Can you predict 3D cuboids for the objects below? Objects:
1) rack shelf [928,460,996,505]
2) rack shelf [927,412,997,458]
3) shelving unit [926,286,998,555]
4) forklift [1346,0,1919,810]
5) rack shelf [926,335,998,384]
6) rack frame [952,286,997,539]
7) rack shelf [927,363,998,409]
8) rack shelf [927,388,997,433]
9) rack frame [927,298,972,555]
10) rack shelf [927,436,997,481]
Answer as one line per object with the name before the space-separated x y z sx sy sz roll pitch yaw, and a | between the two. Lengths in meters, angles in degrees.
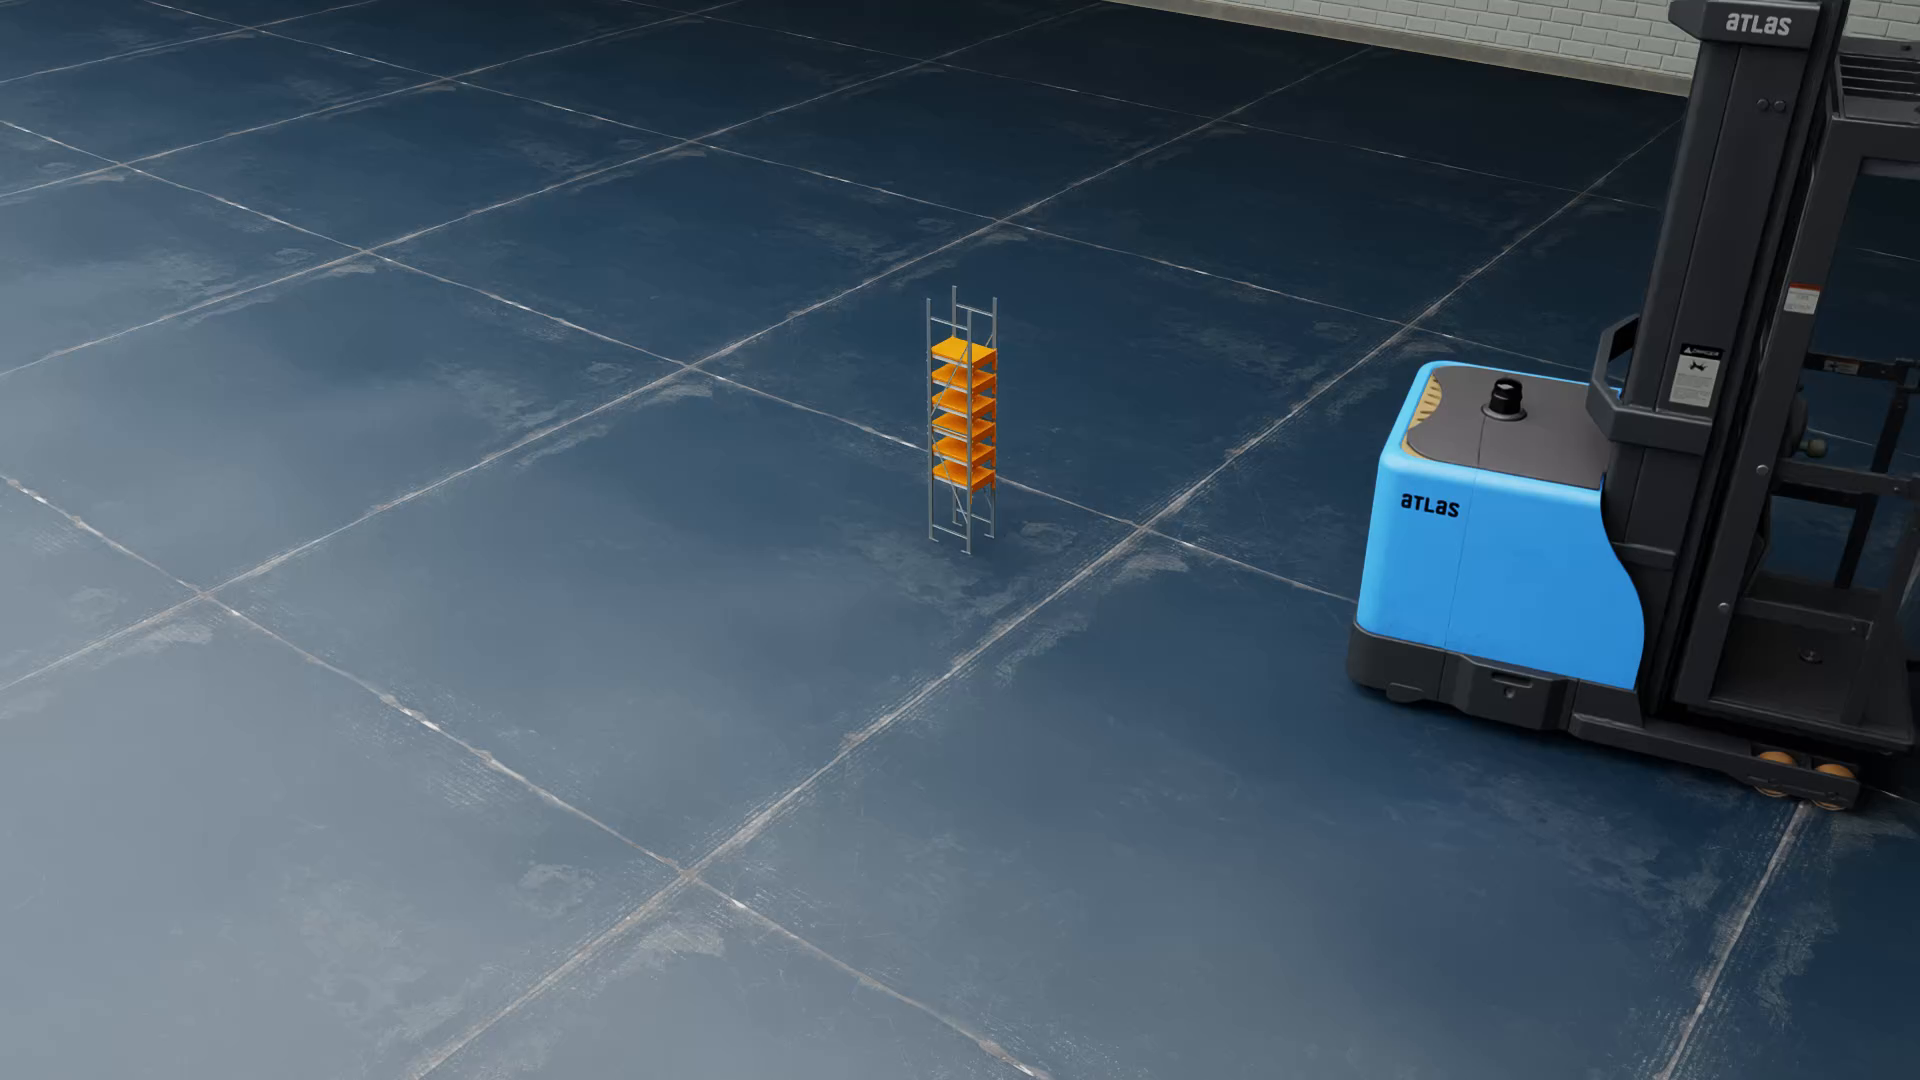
rack shelf | 0.009 -0.277 7.599 0.258 0.103 0.180 21 37 31
rack shelf | 0.009 -0.484 7.477 0.258 0.103 0.180 21 37 31
shelving unit | 0.009 -0.522 7.454 0.258 1.200 0.189 21 37 31
forklift | 3.125 -0.582 5.857 3.031 2.935 1.130 12 33 20
rack shelf | 0.009 -0.794 7.293 0.258 0.103 0.180 21 37 31
rack frame | 0.064 -0.559 7.517 0.240 1.200 0.006 21 37 31
rack shelf | 0.009 -0.690 7.354 0.258 0.103 0.180 21 37 31
rack shelf | 0.009 -0.587 7.415 0.258 0.103 0.180 21 37 31
rack frame | -0.047 -0.485 7.391 0.240 1.200 0.006 21 37 31
rack shelf | 0.009 -0.381 7.538 0.258 0.103 0.180 21 37 31
